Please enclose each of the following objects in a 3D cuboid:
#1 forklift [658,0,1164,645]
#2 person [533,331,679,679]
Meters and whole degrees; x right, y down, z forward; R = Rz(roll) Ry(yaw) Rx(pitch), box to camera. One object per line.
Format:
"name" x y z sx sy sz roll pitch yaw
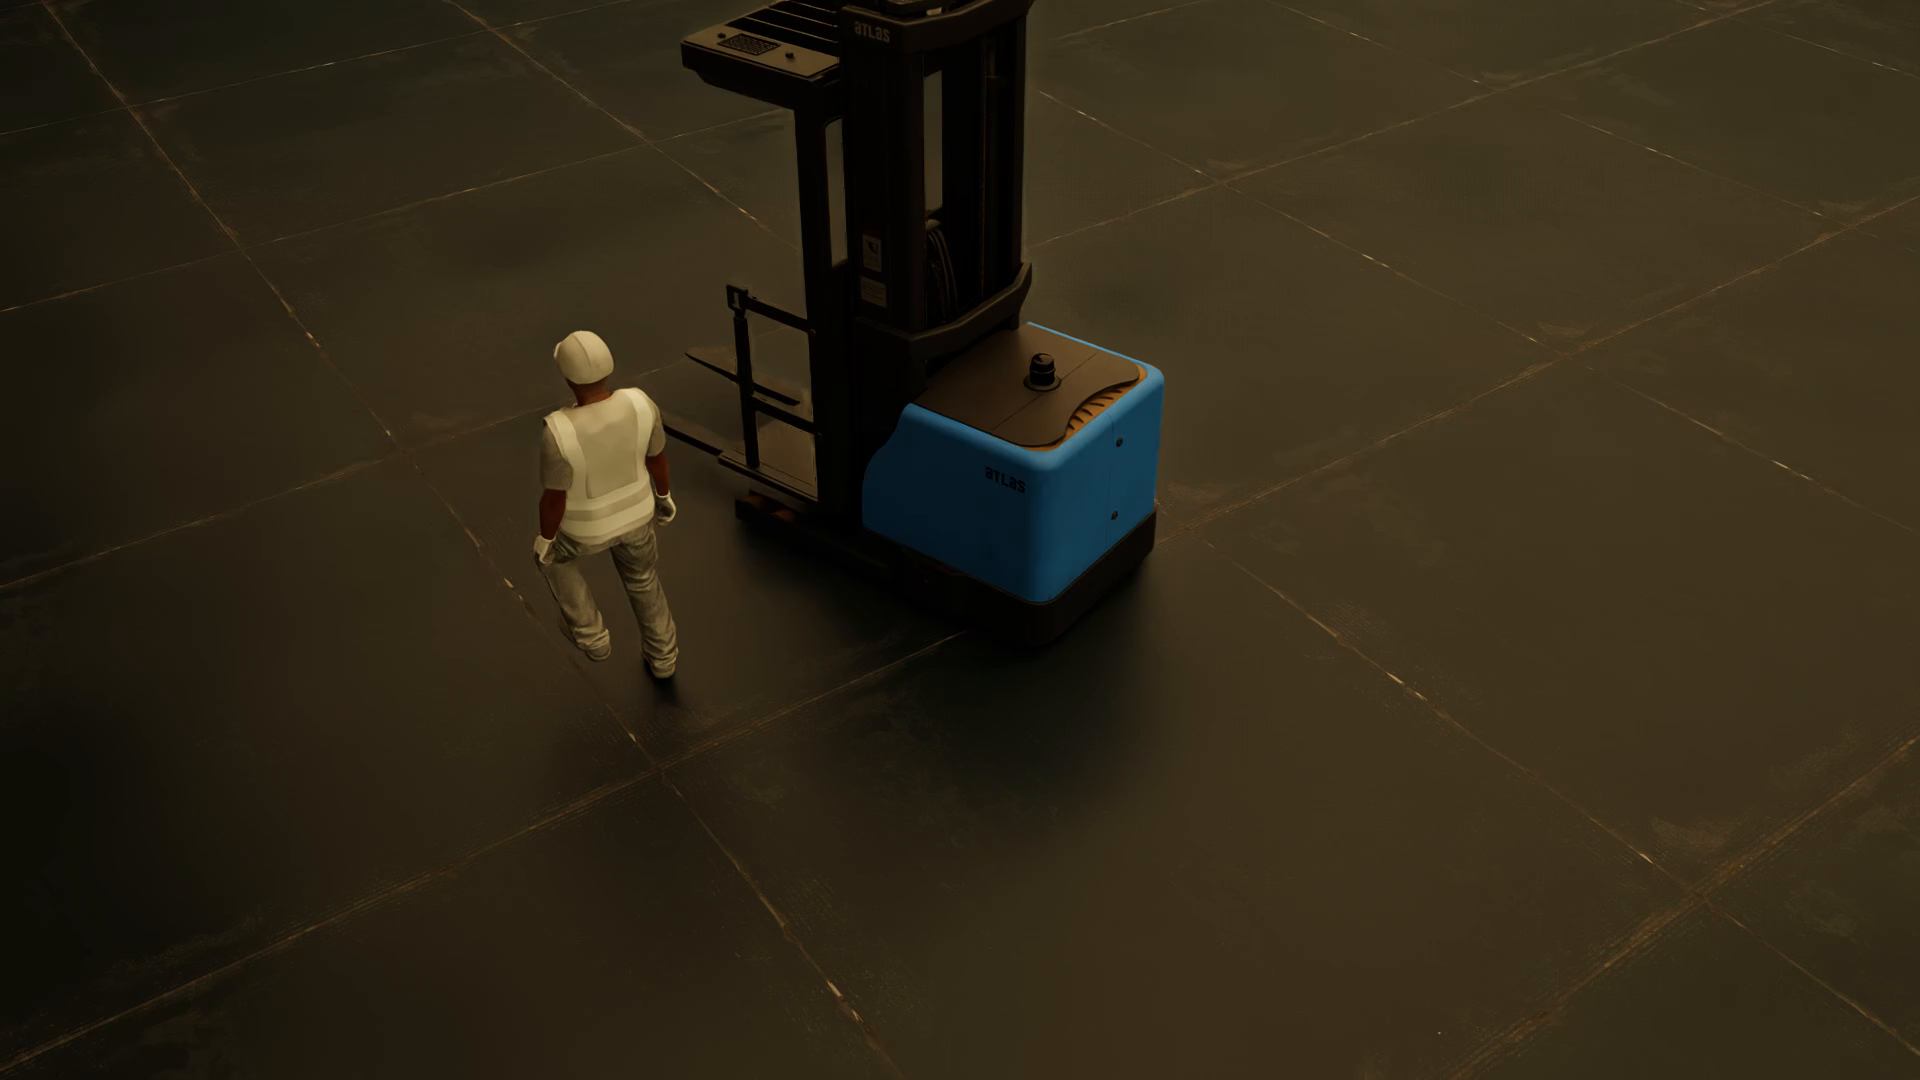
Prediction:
"forklift" -0.524 -1.401 7.839 3.031 2.935 1.130 24 43 29
"person" -1.546 -0.133 7.026 0.638 1.783 0.531 -26 44 -30
